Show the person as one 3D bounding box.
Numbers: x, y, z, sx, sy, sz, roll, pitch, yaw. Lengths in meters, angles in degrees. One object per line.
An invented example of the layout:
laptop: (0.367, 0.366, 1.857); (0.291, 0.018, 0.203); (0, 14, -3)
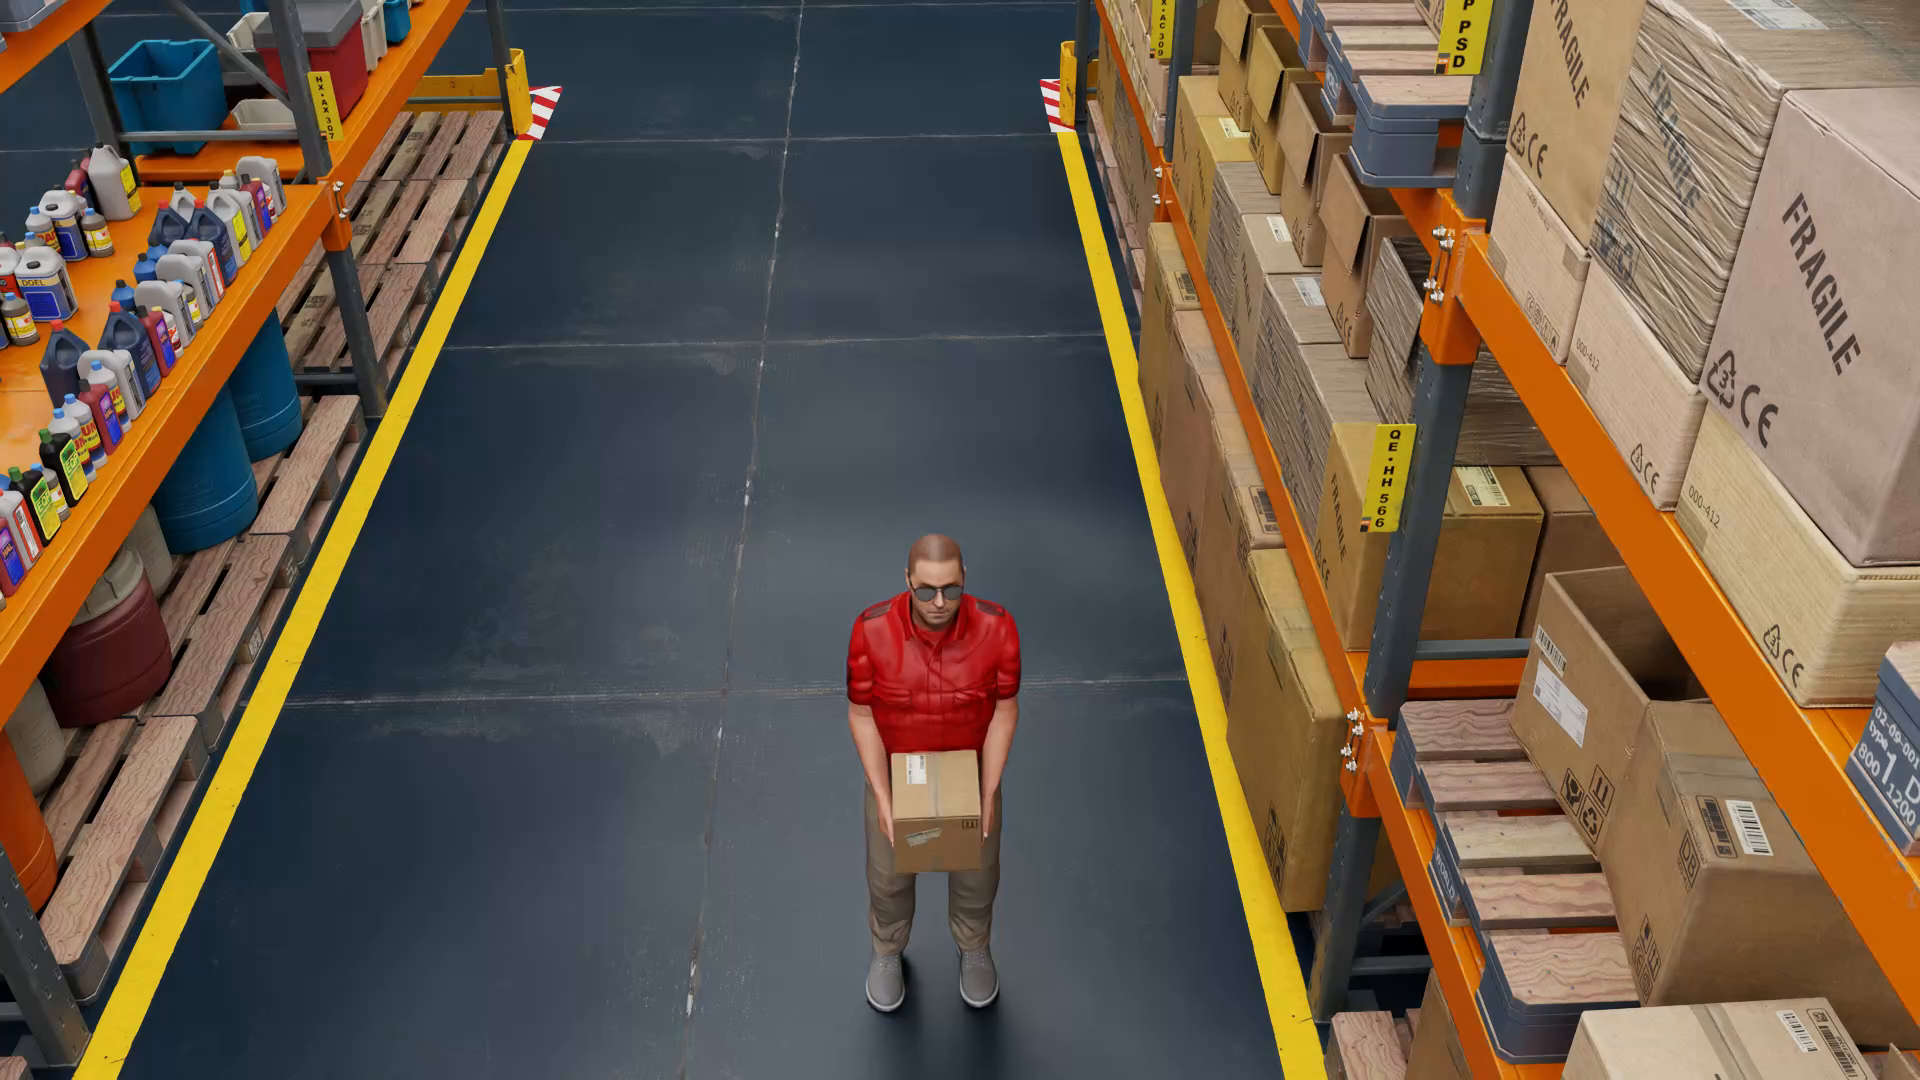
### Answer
person: (-0.072, 0.769, 5.058); (0.521, 1.729, 0.517); (-2, 35, -3)
